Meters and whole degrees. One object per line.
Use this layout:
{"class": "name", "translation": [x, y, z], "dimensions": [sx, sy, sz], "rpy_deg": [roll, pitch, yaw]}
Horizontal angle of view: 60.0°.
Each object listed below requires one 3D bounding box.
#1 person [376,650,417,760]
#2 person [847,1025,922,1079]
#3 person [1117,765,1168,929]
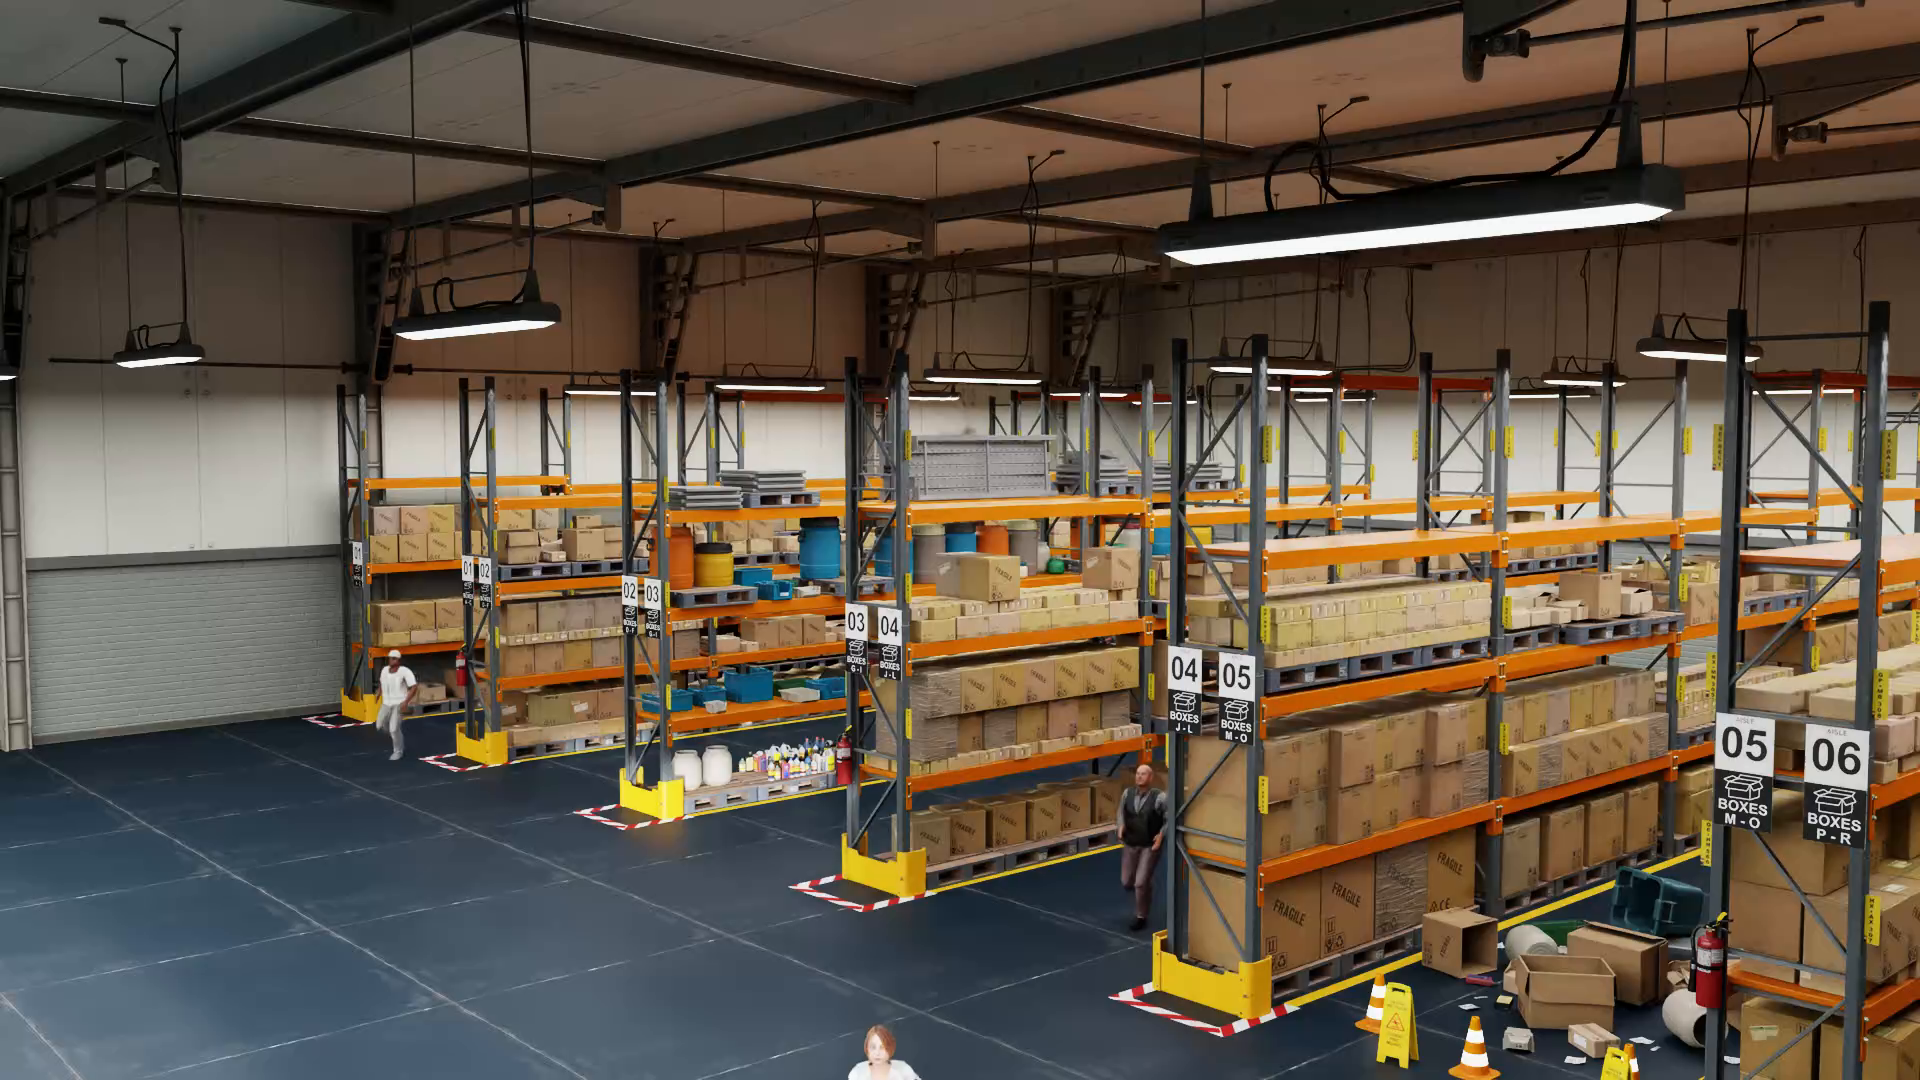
{"class": "person", "translation": [-8.930, 2.592, 26.207], "dimensions": [0.731, 1.725, 0.529], "rpy_deg": [1, 4, 21]}
{"class": "person", "translation": [-0.465, 3.704, 9.992], "dimensions": [0.510, 1.578, 0.644], "rpy_deg": [0, 4, 7]}
{"class": "person", "translation": [1.932, 3.180, 17.383], "dimensions": [0.660, 1.680, 0.658], "rpy_deg": [2, 4, 30]}
